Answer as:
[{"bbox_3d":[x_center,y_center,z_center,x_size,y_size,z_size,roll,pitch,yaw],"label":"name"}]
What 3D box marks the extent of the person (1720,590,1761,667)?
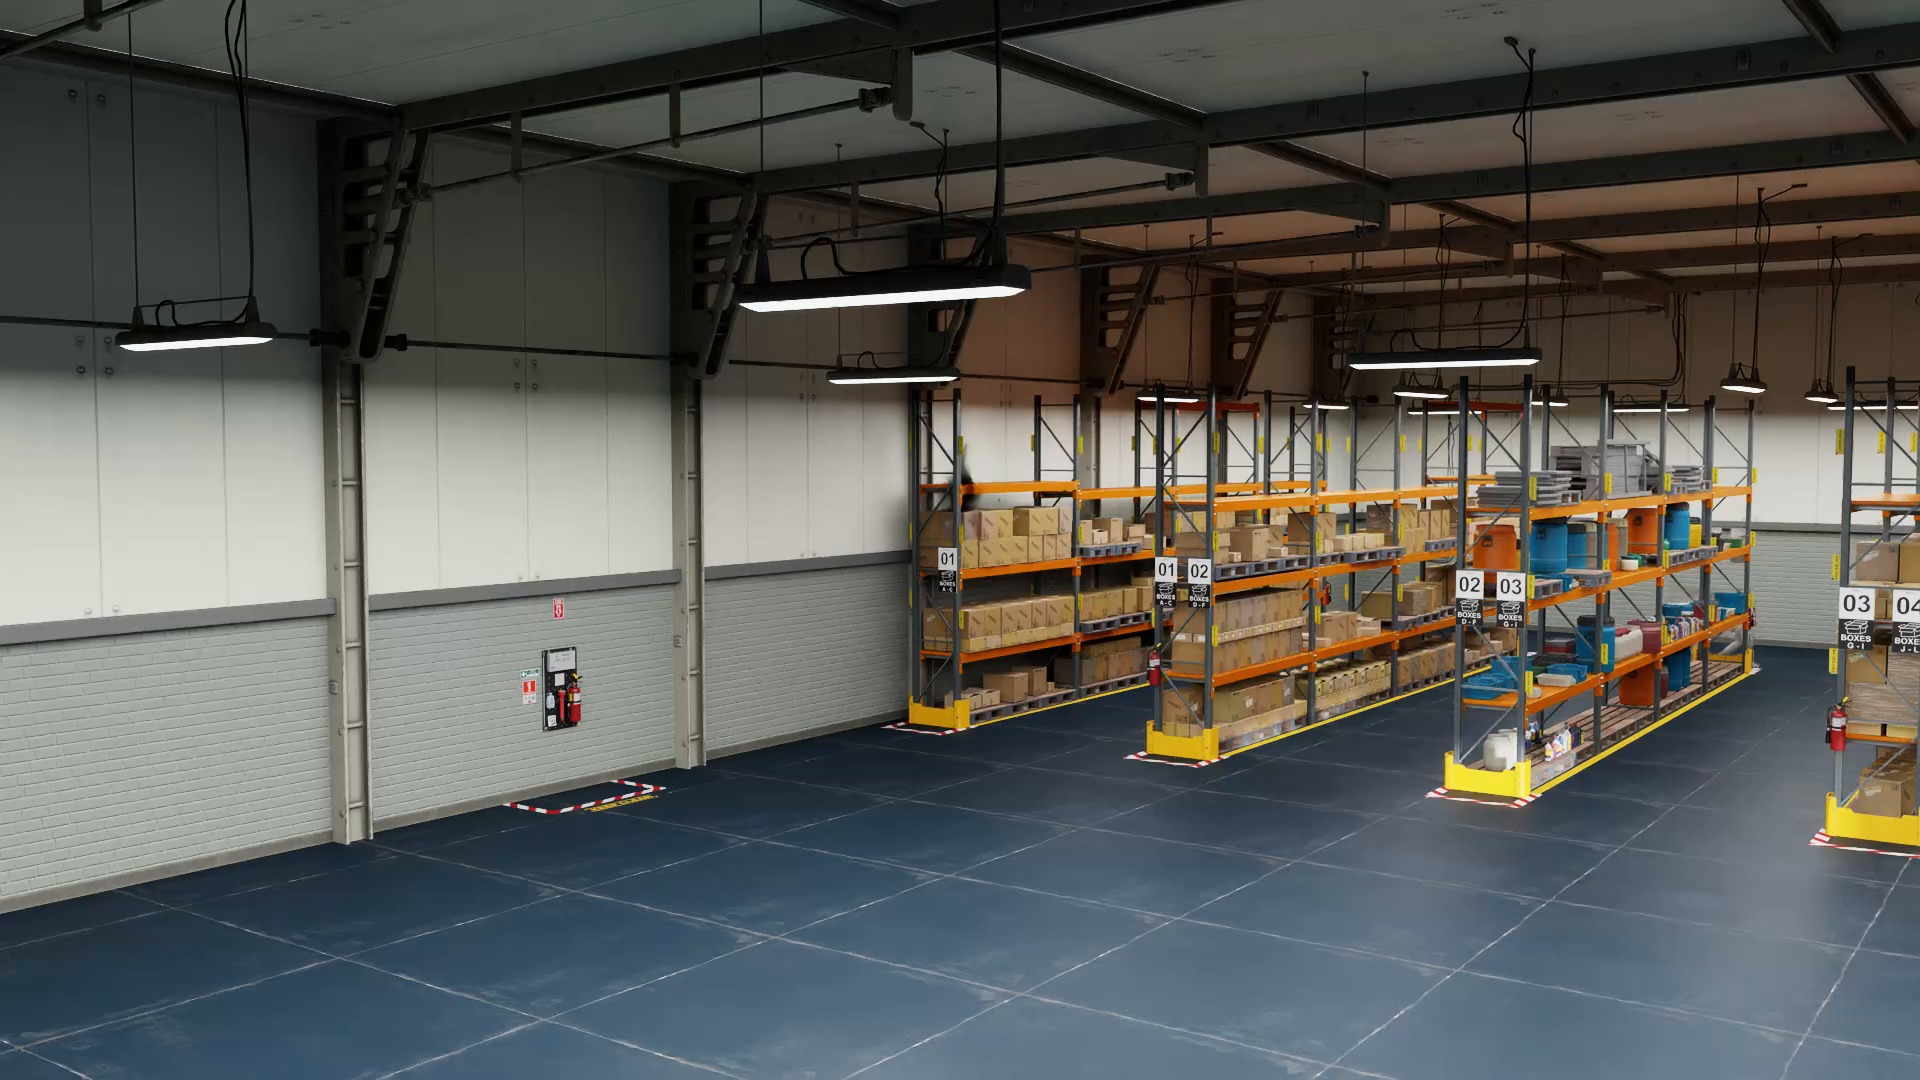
[{"bbox_3d":[17.683,1.990,37.719,0.890,1.760,0.661,2,4,36],"label":"person"}]
